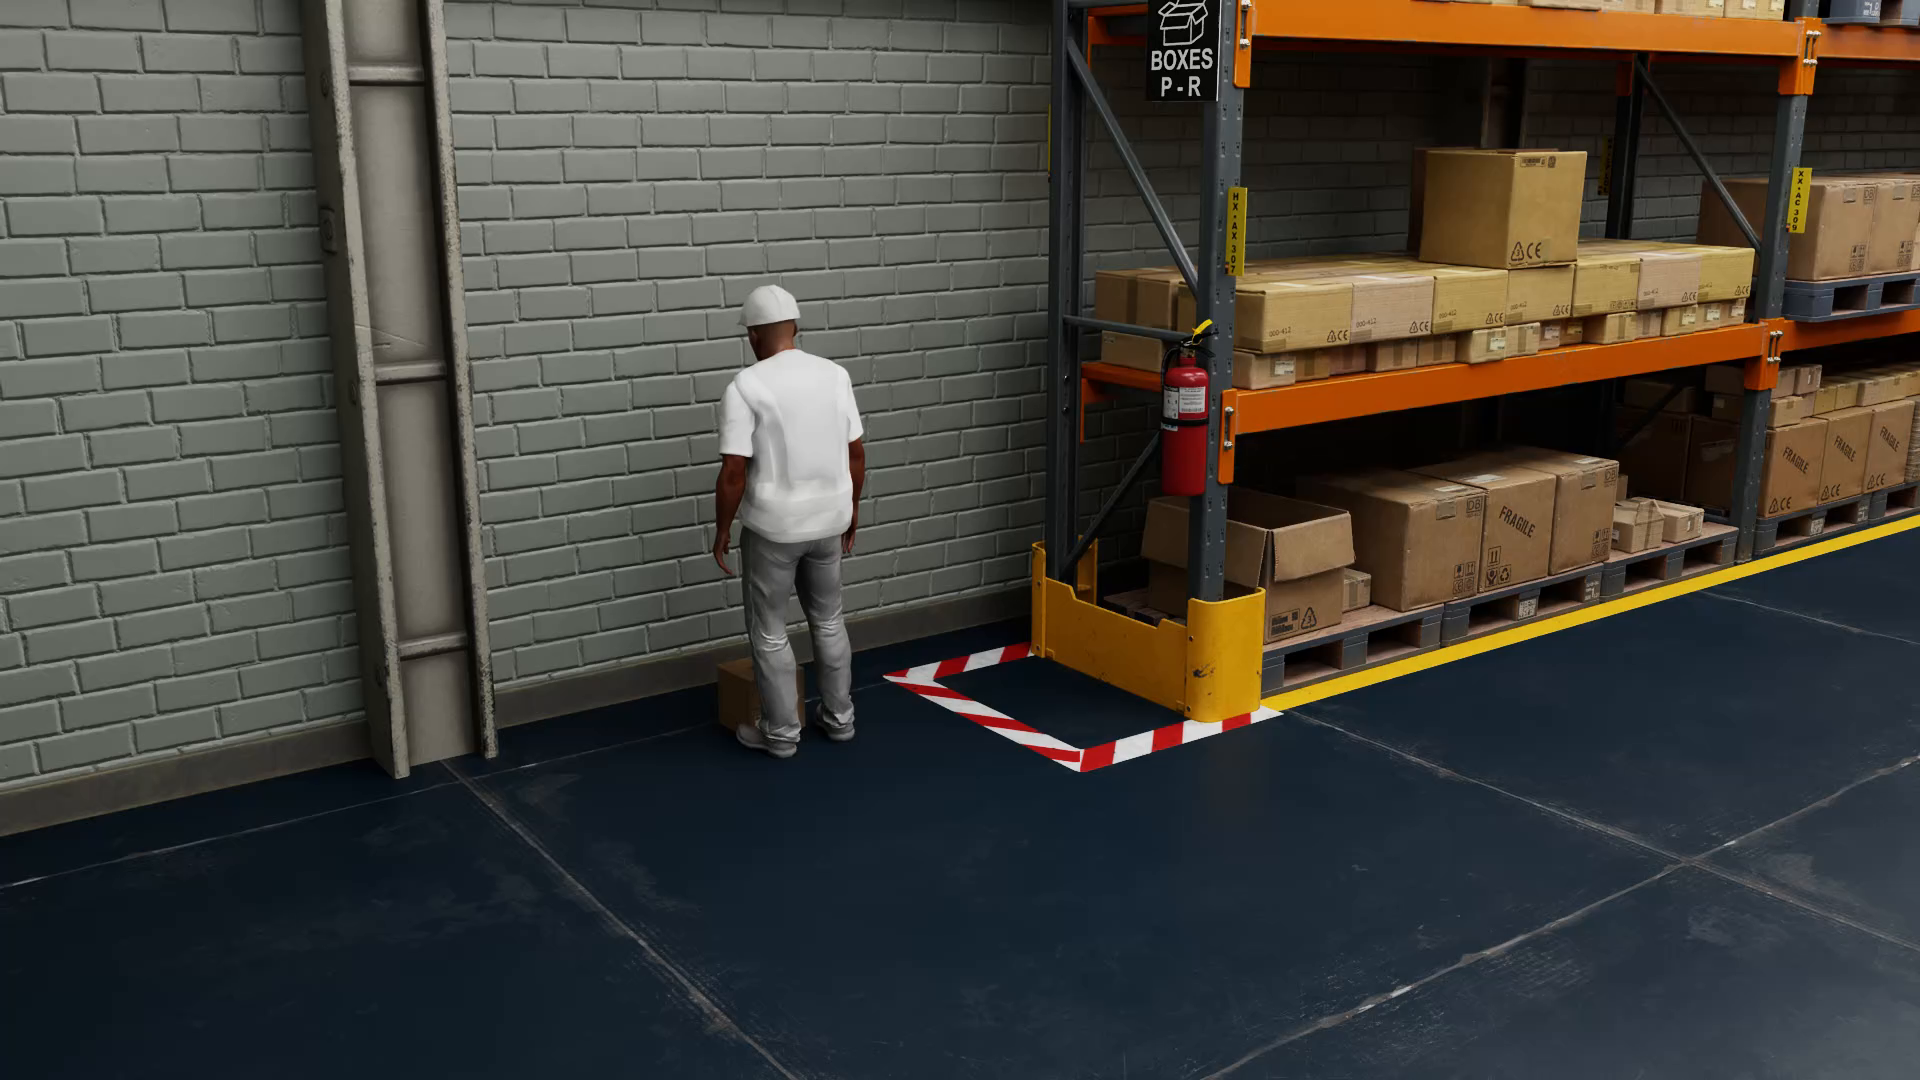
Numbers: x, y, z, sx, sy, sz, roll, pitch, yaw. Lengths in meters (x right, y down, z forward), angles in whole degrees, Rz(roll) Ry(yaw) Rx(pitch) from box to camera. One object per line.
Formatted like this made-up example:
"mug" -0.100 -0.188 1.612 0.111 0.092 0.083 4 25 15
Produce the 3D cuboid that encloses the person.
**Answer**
"person" -0.642 -0.070 6.241 0.626 1.761 0.458 -10 18 -35
